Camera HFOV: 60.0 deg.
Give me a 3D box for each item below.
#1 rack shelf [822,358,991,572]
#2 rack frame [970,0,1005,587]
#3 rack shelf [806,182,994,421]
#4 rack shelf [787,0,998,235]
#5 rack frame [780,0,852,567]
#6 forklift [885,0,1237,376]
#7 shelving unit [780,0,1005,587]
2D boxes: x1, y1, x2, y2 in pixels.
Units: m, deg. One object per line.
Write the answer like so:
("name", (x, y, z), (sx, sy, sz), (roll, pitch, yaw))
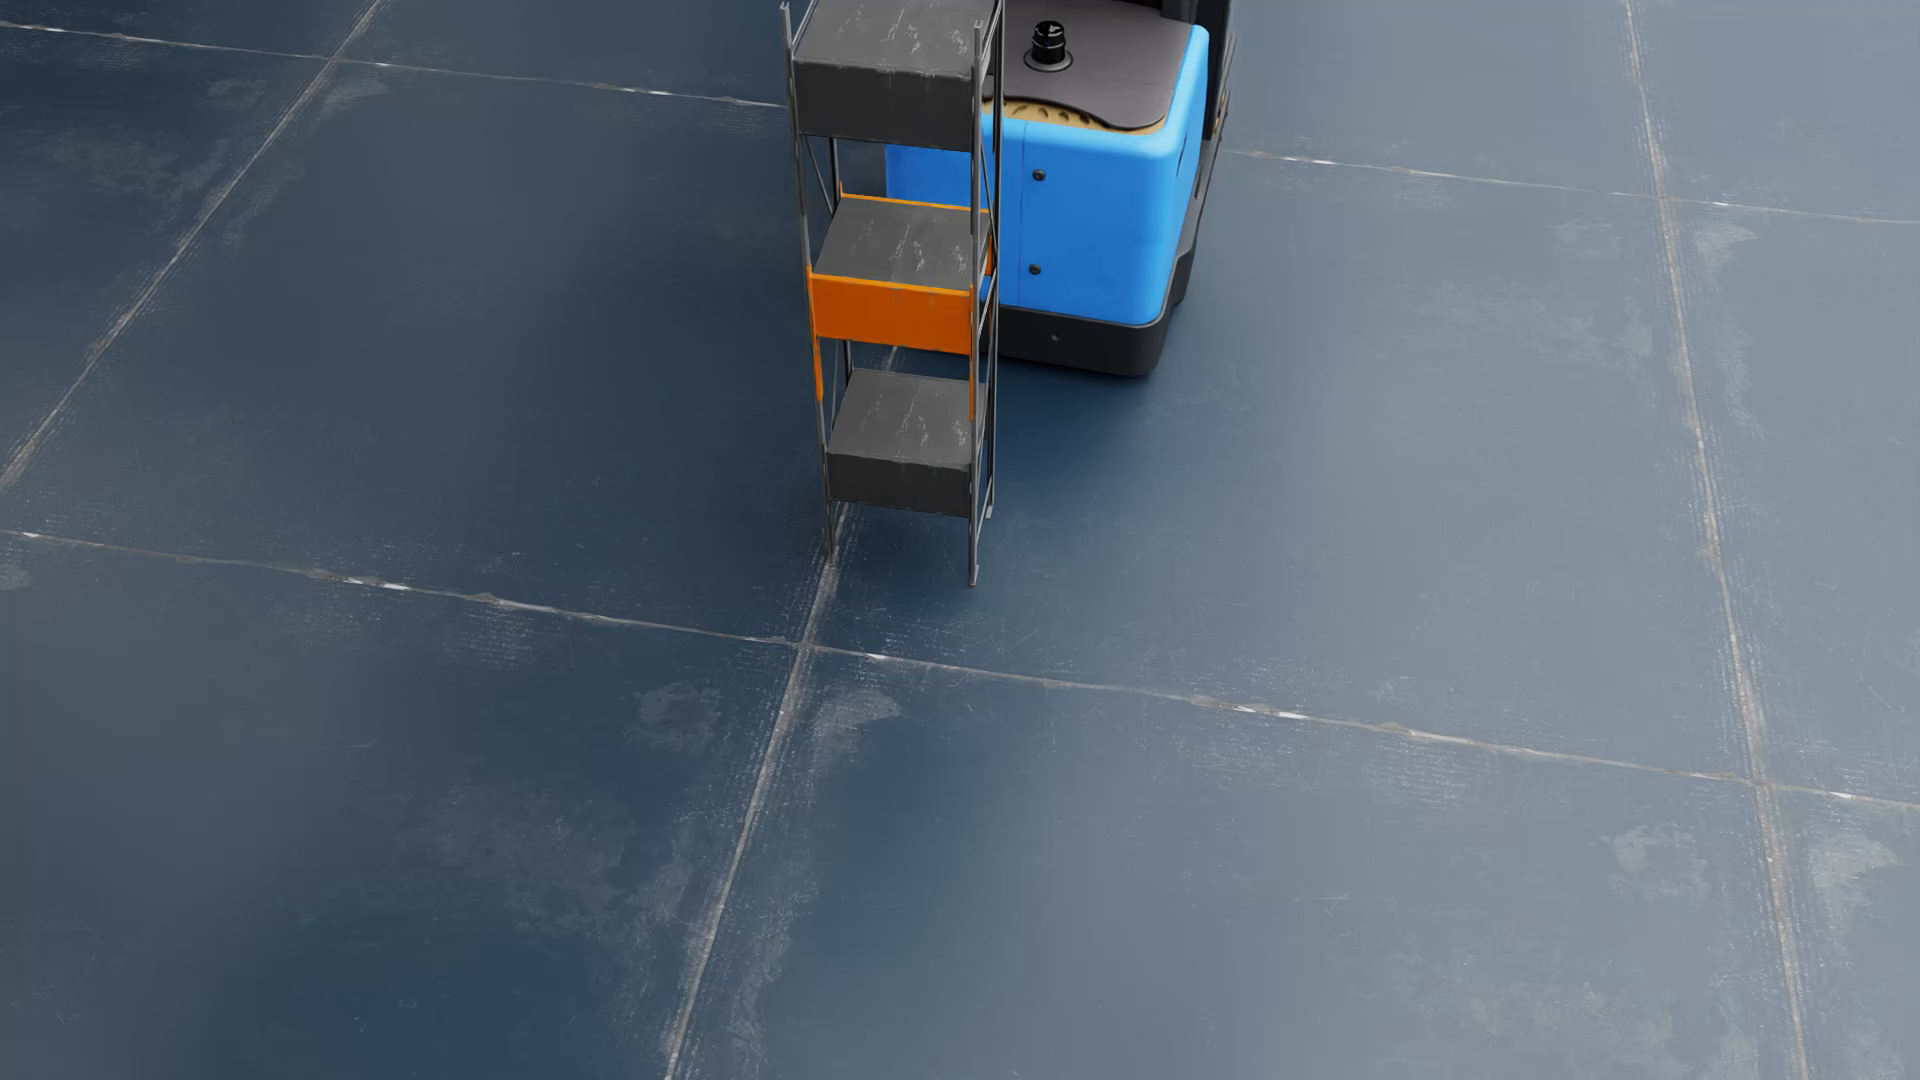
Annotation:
("rack shelf", (-0.163, -0.247, 5.519), (0.480, 0.518, 0.431), (8, 49, 7))
("rack frame", (0.077, -0.691, 4.960), (0.015, 2.100, 0.400), (8, 49, 7))
("rack shelf", (-0.163, -0.715, 4.999), (0.480, 0.518, 0.431), (8, 49, 7))
("rack shelf", (-0.163, -1.182, 4.478), (0.480, 0.518, 0.431), (8, 49, 7))
("rack frame", (-0.403, -0.756, 5.018), (0.015, 2.100, 0.400), (8, 49, 7))
("forklift", (0.572, -2.711, 6.216), (1.130, 2.935, 3.031), (10, 49, 9))
("shelving unit", (-0.163, -0.724, 4.989), (0.503, 2.100, 0.431), (8, 49, 7))
